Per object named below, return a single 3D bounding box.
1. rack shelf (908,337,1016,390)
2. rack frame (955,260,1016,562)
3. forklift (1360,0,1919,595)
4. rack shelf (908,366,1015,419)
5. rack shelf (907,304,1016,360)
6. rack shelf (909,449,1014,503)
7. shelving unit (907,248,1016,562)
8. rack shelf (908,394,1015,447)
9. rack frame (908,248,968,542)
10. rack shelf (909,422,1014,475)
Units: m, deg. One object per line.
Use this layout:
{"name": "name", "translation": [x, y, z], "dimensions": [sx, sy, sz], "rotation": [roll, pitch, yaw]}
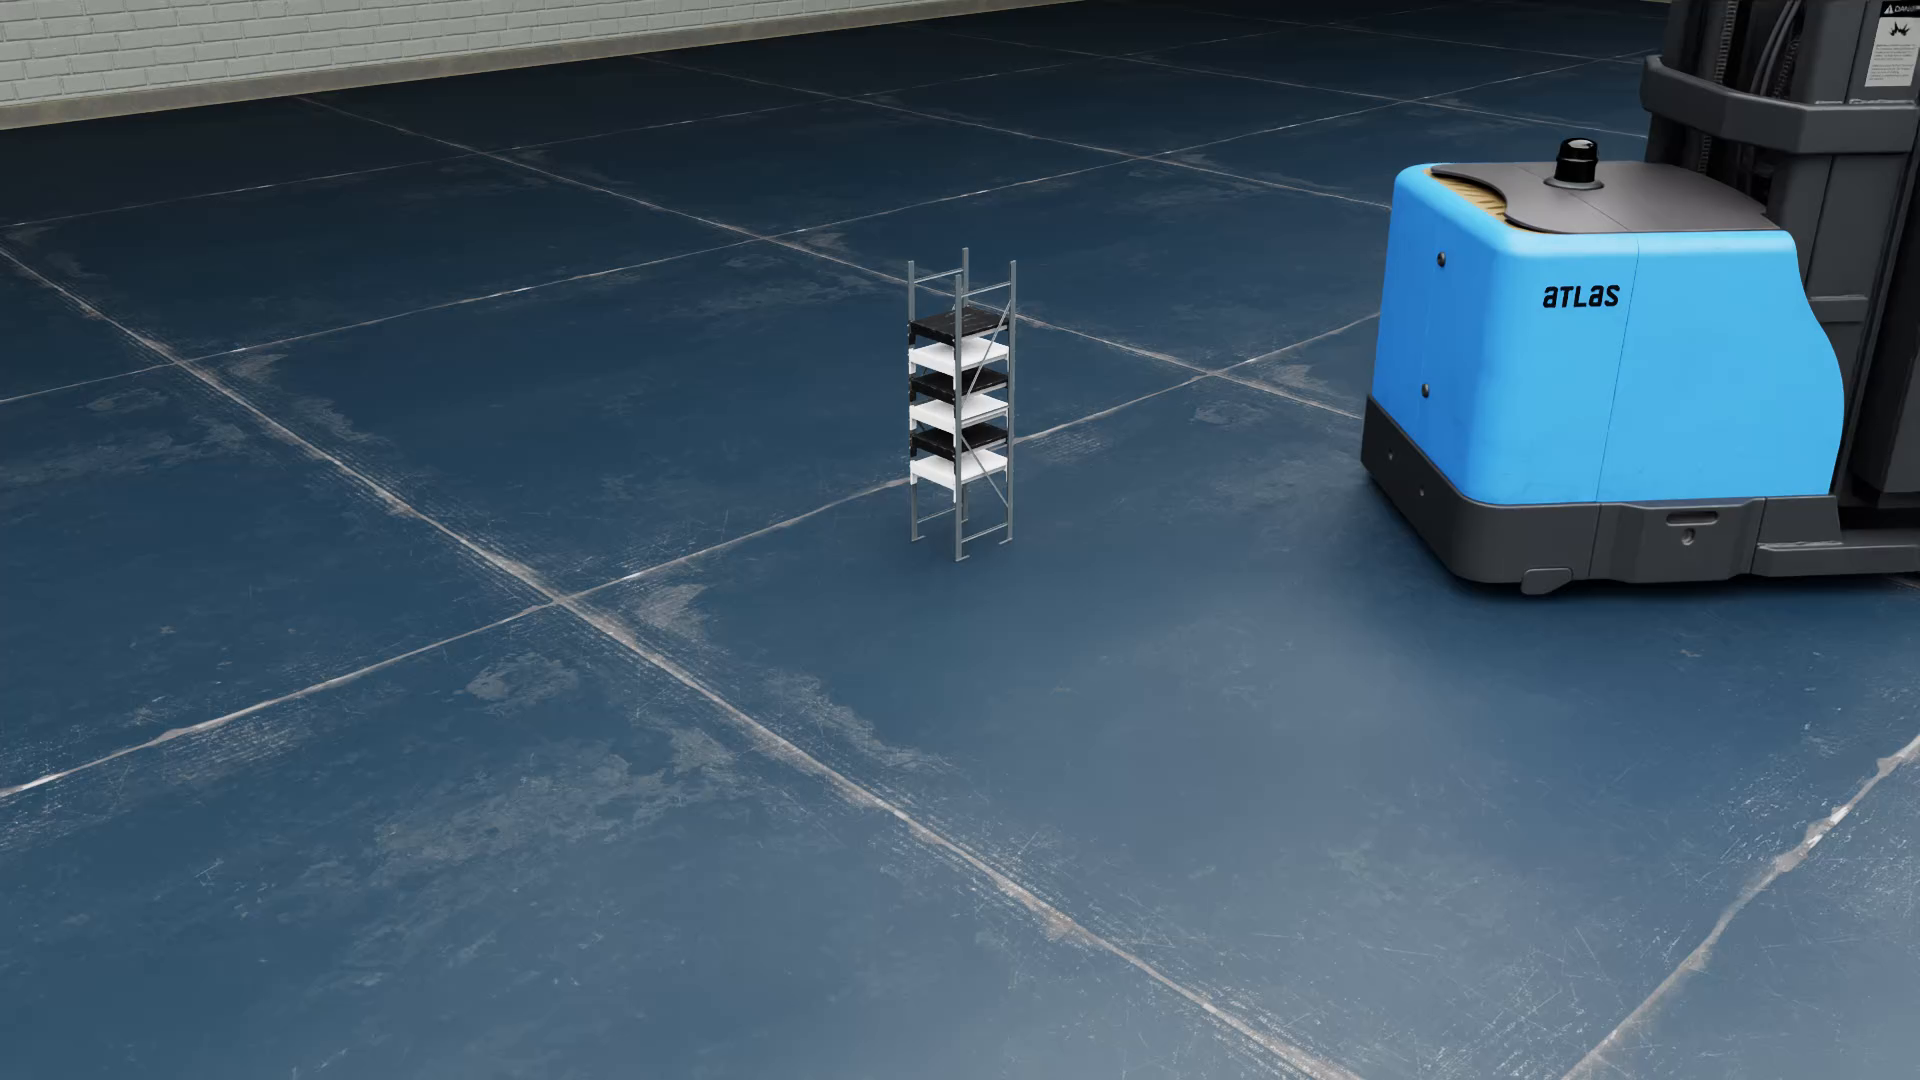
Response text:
{"name": "rack shelf", "translation": [0.006, -0.540, 4.997], "dimensions": [0.258, 0.077, 0.200], "rotation": [-21, 32, -38]}
{"name": "rack frame", "translation": [0.075, -0.376, 4.990], "dimensions": [0.240, 0.900, 0.006], "rotation": [-21, 32, -38]}
{"name": "forklift", "translation": [2.908, -1.408, 4.805], "dimensions": [3.031, 2.935, 1.130], "rotation": [-2, 25, -4]}
{"name": "rack shelf", "translation": [0.006, -0.459, 5.034], "dimensions": [0.258, 0.077, 0.200], "rotation": [-21, 32, -38]}
{"name": "rack shelf", "translation": [0.006, -0.622, 4.960], "dimensions": [0.258, 0.077, 0.200], "rotation": [-21, 32, -38]}
{"name": "rack shelf", "translation": [0.006, -0.213, 5.146], "dimensions": [0.258, 0.077, 0.200], "rotation": [-21, 32, -38]}
{"name": "shelving unit", "translation": [0.006, -0.407, 5.058], "dimensions": [0.258, 0.900, 0.210], "rotation": [-21, 32, -38]}
{"name": "rack shelf", "translation": [0.006, -0.377, 5.072], "dimensions": [0.258, 0.077, 0.200], "rotation": [-21, 32, -38]}
{"name": "rack frame", "translation": [-0.064, -0.438, 5.125], "dimensions": [0.240, 0.900, 0.006], "rotation": [-21, 32, -38]}
{"name": "rack shelf", "translation": [0.006, -0.295, 5.109], "dimensions": [0.258, 0.077, 0.200], "rotation": [-21, 32, -38]}
